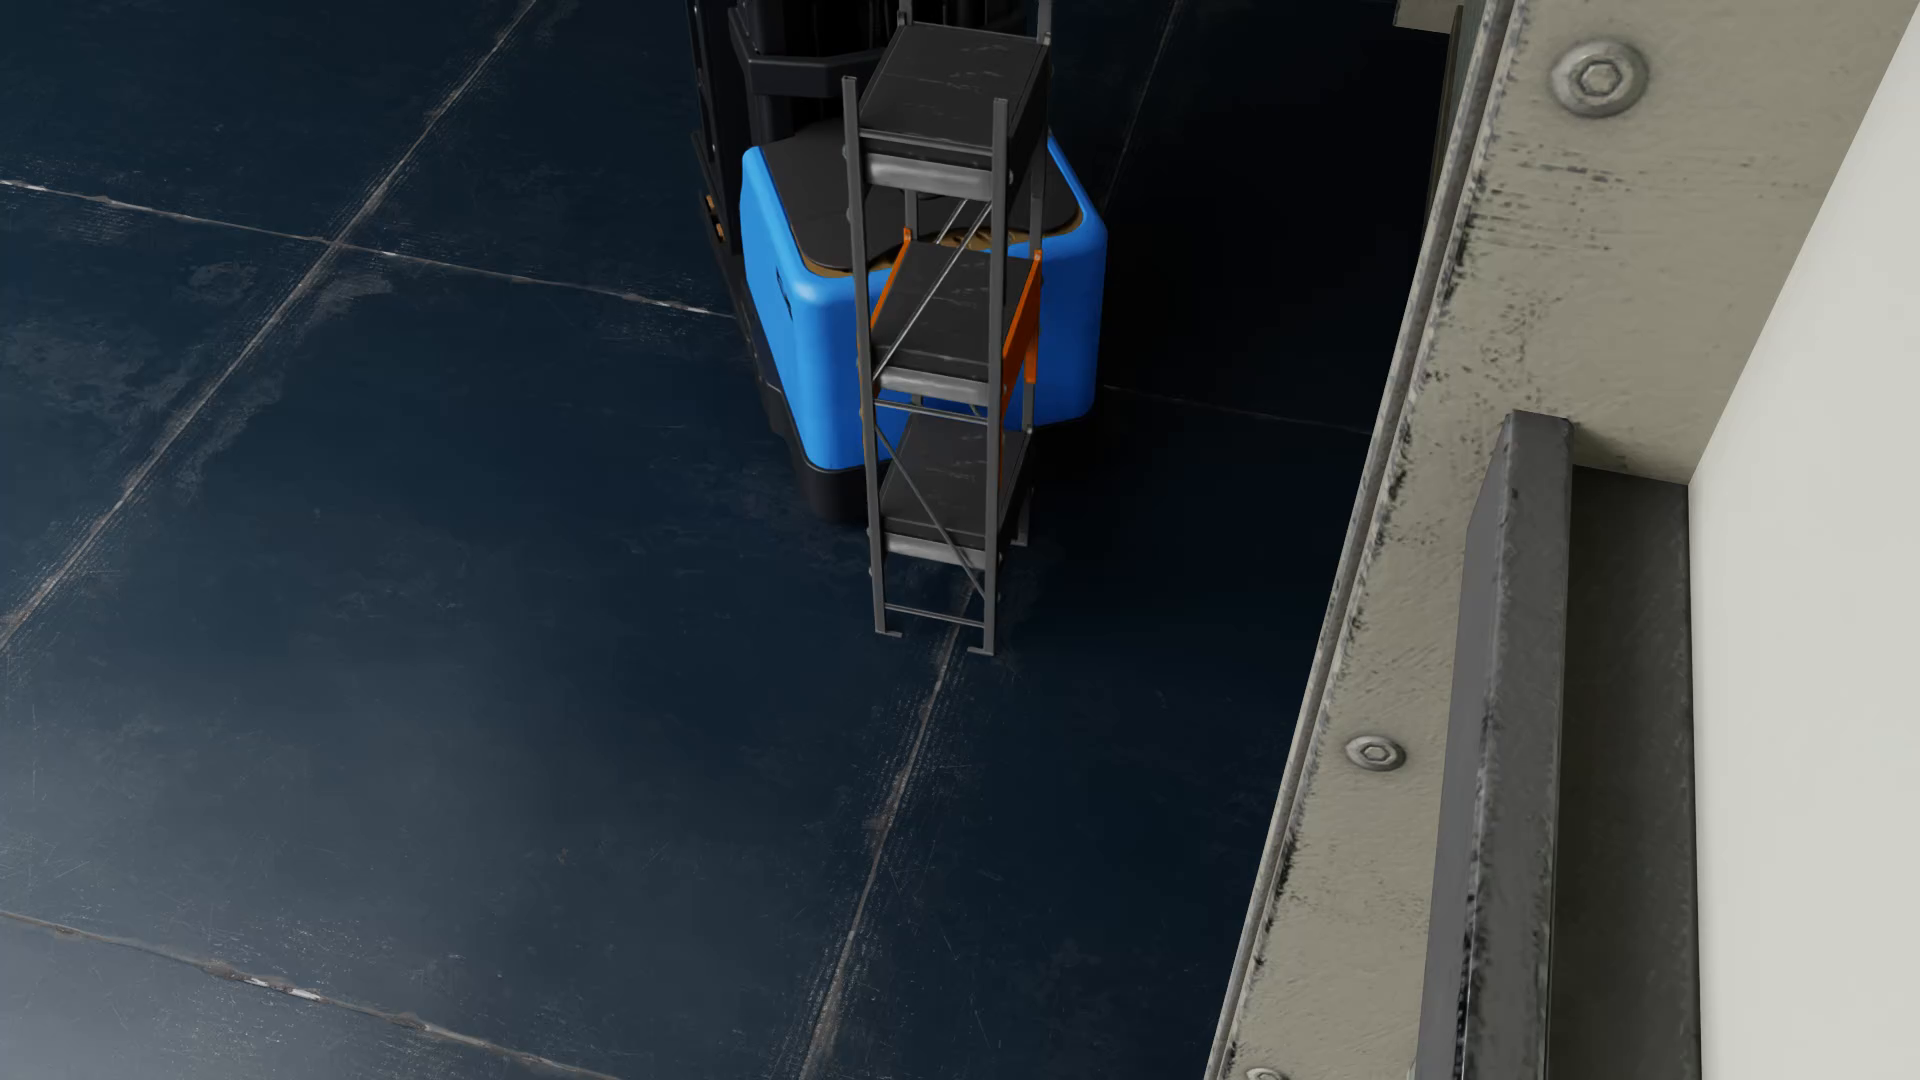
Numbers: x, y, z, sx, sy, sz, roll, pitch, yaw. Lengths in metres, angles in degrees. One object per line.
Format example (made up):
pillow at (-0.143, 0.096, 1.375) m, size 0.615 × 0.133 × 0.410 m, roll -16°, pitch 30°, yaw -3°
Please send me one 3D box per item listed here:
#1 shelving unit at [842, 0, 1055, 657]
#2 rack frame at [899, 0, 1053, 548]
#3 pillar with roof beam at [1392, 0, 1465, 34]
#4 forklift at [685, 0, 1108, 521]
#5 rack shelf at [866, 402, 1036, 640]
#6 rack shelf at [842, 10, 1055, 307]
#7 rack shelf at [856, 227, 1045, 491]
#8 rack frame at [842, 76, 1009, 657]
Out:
shelving unit at (-0.022, -0.534, 4.821) m, size 0.431 × 2.100 × 0.503 m, roll 11°, pitch 49°, yaw 9°
rack frame at (0.039, -0.711, 4.977) m, size 0.400 × 2.100 × 0.015 m, roll 11°, pitch 49°, yaw 9°
pillar with roof beam at (-1.895, -6.388, 5.386) m, size 9.100 × 9.000 × 0.400 m, roll 12°, pitch 50°, yaw 10°
forklift at (-0.436, -2.168, 5.708) m, size 1.130 × 2.935 × 3.031 m, roll -13°, pitch 50°, yaw -11°
rack shelf at (-0.022, -0.061, 5.356) m, size 0.431 × 0.518 × 0.480 m, roll 11°, pitch 49°, yaw 9°
rack shelf at (-0.022, -0.988, 4.306) m, size 0.431 × 0.518 × 0.480 m, roll 11°, pitch 49°, yaw 9°
rack shelf at (-0.022, -0.525, 4.831) m, size 0.431 × 0.518 × 0.480 m, roll 11°, pitch 49°, yaw 9°
rack frame at (-0.082, -0.356, 4.664) m, size 0.400 × 2.100 × 0.015 m, roll 11°, pitch 49°, yaw 9°
